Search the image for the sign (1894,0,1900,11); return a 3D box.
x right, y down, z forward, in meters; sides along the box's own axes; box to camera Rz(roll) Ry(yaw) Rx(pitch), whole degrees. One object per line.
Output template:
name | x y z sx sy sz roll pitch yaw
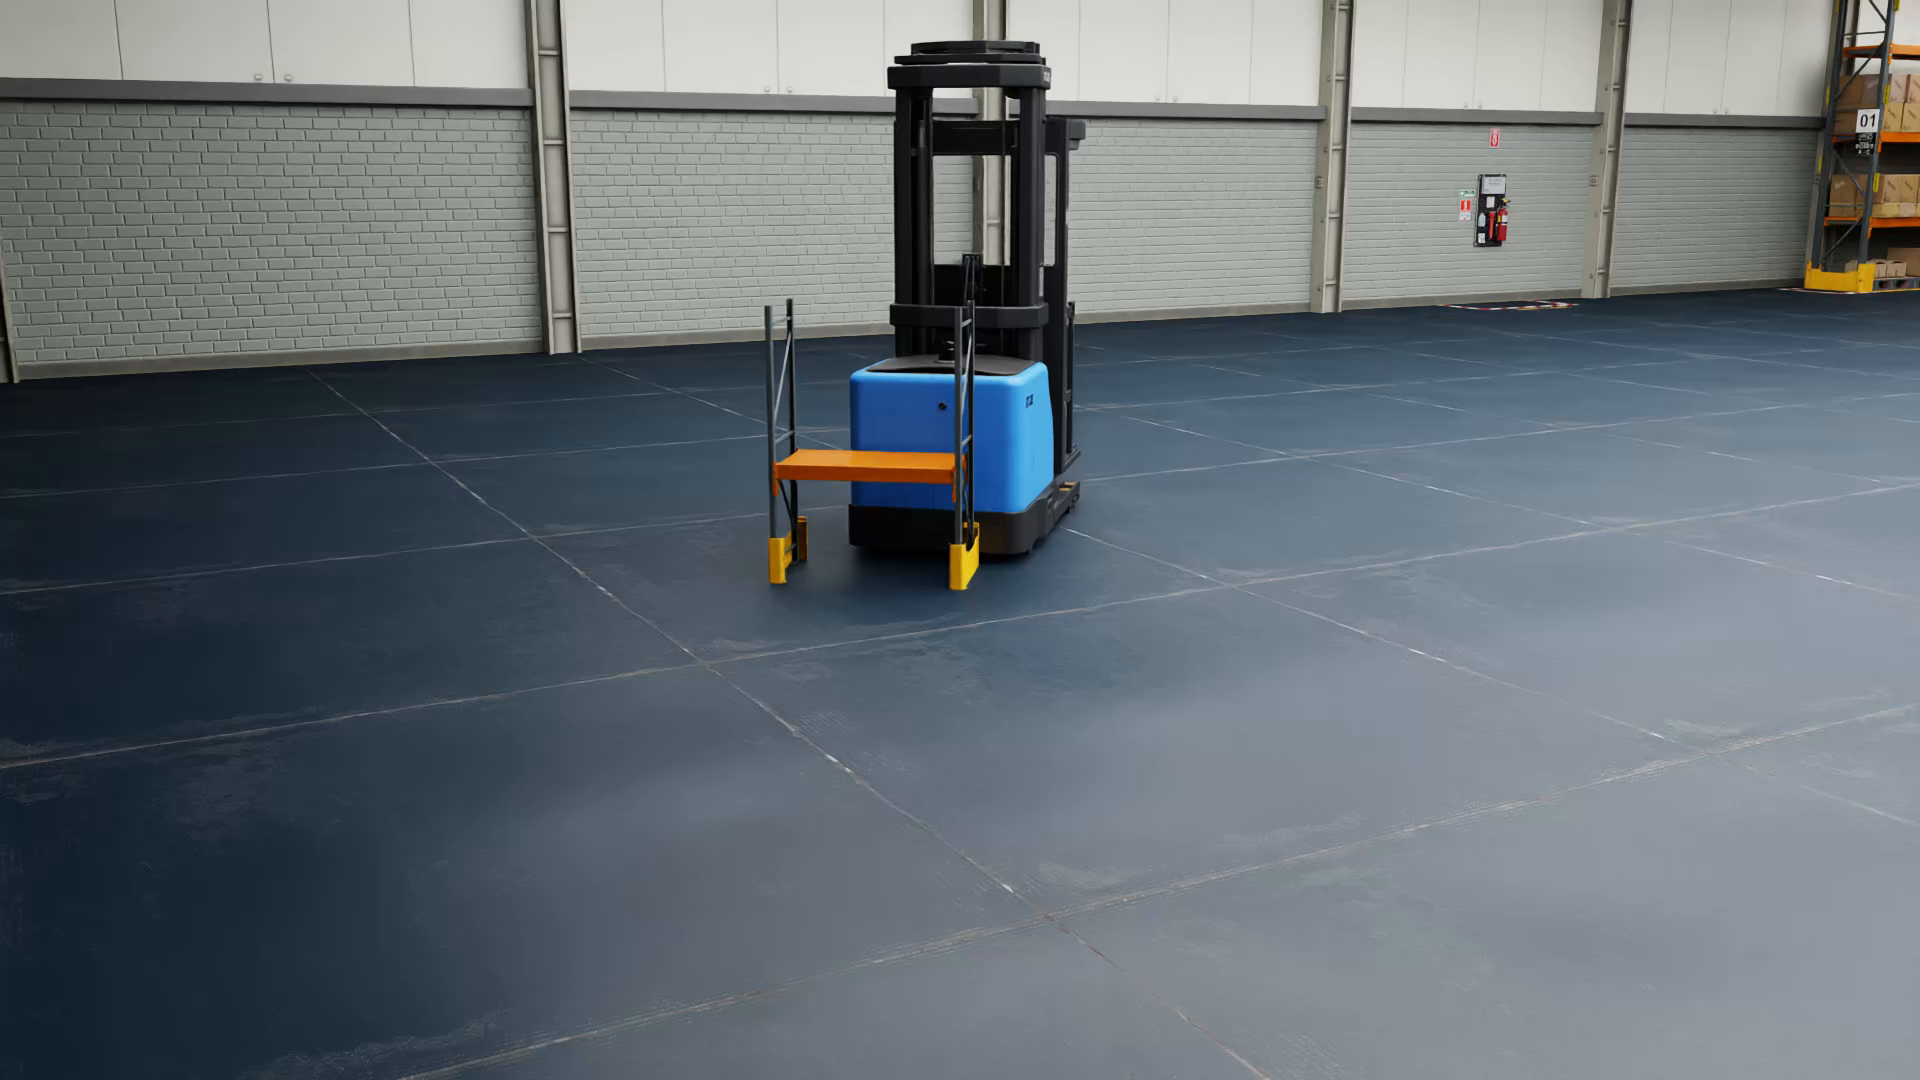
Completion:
sign | 16.276 -9.355 28.873 0.005 0.325 0.100 -7 14 -28

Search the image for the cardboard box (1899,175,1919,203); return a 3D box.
cardboard box | 17.018 -6.383 30.228 0.500 0.500 0.500 -7 14 -28

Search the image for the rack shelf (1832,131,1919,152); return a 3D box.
rack shelf | 17.771 -7.361 30.792 4.000 0.370 1.077 -7 14 -28

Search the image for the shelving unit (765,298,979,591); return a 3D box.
shelving unit | -0.468 -0.541 9.098 1.083 1.500 0.587 2 13 9

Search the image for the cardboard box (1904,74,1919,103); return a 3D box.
cardboard box | 16.935 -8.085 29.819 0.500 0.500 0.500 -7 14 -29

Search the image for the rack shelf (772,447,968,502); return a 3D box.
rack shelf | -0.477 -0.366 9.139 1.000 0.185 0.538 2 13 9

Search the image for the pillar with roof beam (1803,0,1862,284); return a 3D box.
pillar with roof beam | 18.279 -8.376 26.830 0.400 9.000 9.100 -7 14 -28

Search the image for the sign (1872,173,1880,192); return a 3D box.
sign | 16.276 -6.356 29.548 0.005 0.325 0.100 -7 14 -28

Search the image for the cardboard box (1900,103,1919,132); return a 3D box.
cardboard box | 16.918 -7.597 29.928 0.500 0.500 0.500 -6 14 -24

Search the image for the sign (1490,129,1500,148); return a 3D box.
sign | 8.707 -6.544 27.075 0.199 0.298 0.001 -7 14 -28

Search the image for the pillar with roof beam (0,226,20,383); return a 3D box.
pillar with roof beam | -8.053 -5.220 12.807 0.400 9.000 9.100 -7 14 -28

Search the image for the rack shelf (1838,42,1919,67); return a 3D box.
rack shelf | 17.771 -8.823 30.463 4.000 0.370 1.077 -7 14 -28

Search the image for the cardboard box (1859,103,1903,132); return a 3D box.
cardboard box | 16.429 -7.547 29.707 0.500 0.500 0.500 -6 14 -26

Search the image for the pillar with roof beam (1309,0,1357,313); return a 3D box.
pillar with roof beam | 7.746 -7.113 21.221 0.400 9.000 9.100 -7 14 -28

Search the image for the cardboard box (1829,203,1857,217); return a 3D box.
cardboard box | 16.333 -6.061 30.506 0.500 0.250 0.500 -7 14 -27

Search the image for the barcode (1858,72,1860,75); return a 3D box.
barcode | 16.400 -8.502 30.352 0.075 0.075 0.001 -7 14 -28

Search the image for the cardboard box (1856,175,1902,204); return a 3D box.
cardboard box | 16.579 -6.333 30.005 0.500 0.500 0.500 -7 14 -28

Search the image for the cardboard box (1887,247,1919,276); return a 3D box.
cardboard box | 17.835 -5.216 31.147 0.500 0.500 0.700 -8 15 -31

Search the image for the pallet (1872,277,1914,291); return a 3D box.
pallet | 16.813 -4.764 30.799 1.213 0.211 1.003 -7 14 -28

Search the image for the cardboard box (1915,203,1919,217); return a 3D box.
cardboard box | 17.495 -6.075 30.566 0.500 0.250 0.500 -7 15 -29

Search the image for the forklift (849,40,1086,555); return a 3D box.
forklift | 0.184 -1.623 10.644 1.130 2.935 3.031 3 13 13

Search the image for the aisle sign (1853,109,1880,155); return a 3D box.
aisle sign | 16.096 -7.241 29.532 0.004 0.787 0.394 -7 14 -28

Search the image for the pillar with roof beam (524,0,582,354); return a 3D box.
pillar with roof beam | -2.787 -5.851 15.612 0.400 9.000 9.100 -7 14 -28

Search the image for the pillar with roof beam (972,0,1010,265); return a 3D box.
pillar with roof beam | 2.479 -6.482 18.416 0.400 9.000 9.100 -7 14 -28

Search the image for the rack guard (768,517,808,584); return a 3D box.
rack guard | -0.960 0.052 9.310 0.087 0.250 0.587 2 13 9

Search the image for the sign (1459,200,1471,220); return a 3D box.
sign | 8.227 -5.374 27.074 0.234 0.329 0.001 -7 14 -28

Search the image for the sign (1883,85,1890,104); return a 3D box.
sign | 16.276 -7.823 29.218 0.005 0.325 0.100 -7 14 -28

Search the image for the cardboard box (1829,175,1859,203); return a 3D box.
cardboard box | 16.328 -6.431 30.442 0.500 0.500 0.500 -7 14 -28

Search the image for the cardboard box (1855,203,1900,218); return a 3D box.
cardboard box | 16.596 -5.965 30.078 0.500 0.250 0.500 -7 15 -29

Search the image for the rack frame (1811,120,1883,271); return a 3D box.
rack frame | 16.016 -6.038 30.108 0.127 3.000 1.000 -7 14 -28

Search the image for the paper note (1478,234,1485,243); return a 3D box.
paper note | 8.574 -4.960 27.321 0.142 0.148 0.016 -7 14 -28

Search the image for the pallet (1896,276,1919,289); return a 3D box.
pallet | 17.882 -4.892 31.365 1.213 0.211 1.003 -7 14 -28

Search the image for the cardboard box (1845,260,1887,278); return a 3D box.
cardboard box | 16.666 -4.996 30.601 0.500 0.311 0.500 -9 15 -34

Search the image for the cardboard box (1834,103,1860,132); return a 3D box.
cardboard box | 16.261 -7.653 30.177 0.500 0.500 0.500 -6 14 -24

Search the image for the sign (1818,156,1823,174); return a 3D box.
sign | 15.768 -6.866 30.430 0.005 0.325 0.100 -7 14 -28

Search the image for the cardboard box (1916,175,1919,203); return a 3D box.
cardboard box | 17.474 -6.436 30.464 0.500 0.500 0.500 -7 15 -30

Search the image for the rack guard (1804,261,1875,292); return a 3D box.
rack guard | 16.083 -4.827 30.418 0.348 0.500 1.175 -7 14 -28

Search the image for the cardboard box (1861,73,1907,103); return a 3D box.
cardboard box | 16.470 -8.042 29.628 0.500 0.500 0.500 -8 15 -32

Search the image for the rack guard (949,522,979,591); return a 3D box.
rack guard | 0.024 0.085 9.161 0.087 0.250 0.587 2 13 9

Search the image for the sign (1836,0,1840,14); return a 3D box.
sign | 15.768 -9.607 29.814 0.005 0.325 0.100 -7 14 -28

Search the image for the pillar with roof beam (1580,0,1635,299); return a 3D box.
pillar with roof beam | 13.012 -7.744 24.026 0.400 9.000 9.100 -7 14 -28

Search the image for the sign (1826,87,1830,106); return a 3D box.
sign | 15.768 -8.043 30.166 0.005 0.325 0.100 -7 14 -28

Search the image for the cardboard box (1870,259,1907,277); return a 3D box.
cardboard box | 17.167 -5.056 30.867 0.500 0.311 0.500 -6 14 -23

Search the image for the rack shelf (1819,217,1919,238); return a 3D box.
rack shelf | 17.771 -5.898 31.122 4.000 0.370 1.077 -7 14 -28

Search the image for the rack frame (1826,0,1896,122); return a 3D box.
rack frame | 16.016 -8.965 29.449 0.127 3.000 1.000 -7 14 -28

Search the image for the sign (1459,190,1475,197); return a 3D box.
sign | 8.236 -5.631 27.011 0.331 0.109 0.001 -7 14 -28

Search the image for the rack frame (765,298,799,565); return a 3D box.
rack frame | -0.979 -0.559 9.176 0.032 1.500 0.500 2 13 9

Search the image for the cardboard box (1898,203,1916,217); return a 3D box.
cardboard box | 17.045 -6.022 30.333 0.500 0.250 0.500 -7 15 -30

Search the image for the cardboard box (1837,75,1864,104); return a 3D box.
cardboard box | 16.269 -8.144 30.081 0.500 0.500 0.500 -6 14 -25

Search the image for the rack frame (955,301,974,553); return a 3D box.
rack frame | 0.026 -0.525 9.024 0.032 1.500 0.500 2 13 9

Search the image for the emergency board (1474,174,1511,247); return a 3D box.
emergency board | 8.762 -5.395 27.248 0.643 1.169 0.194 -7 14 -28
